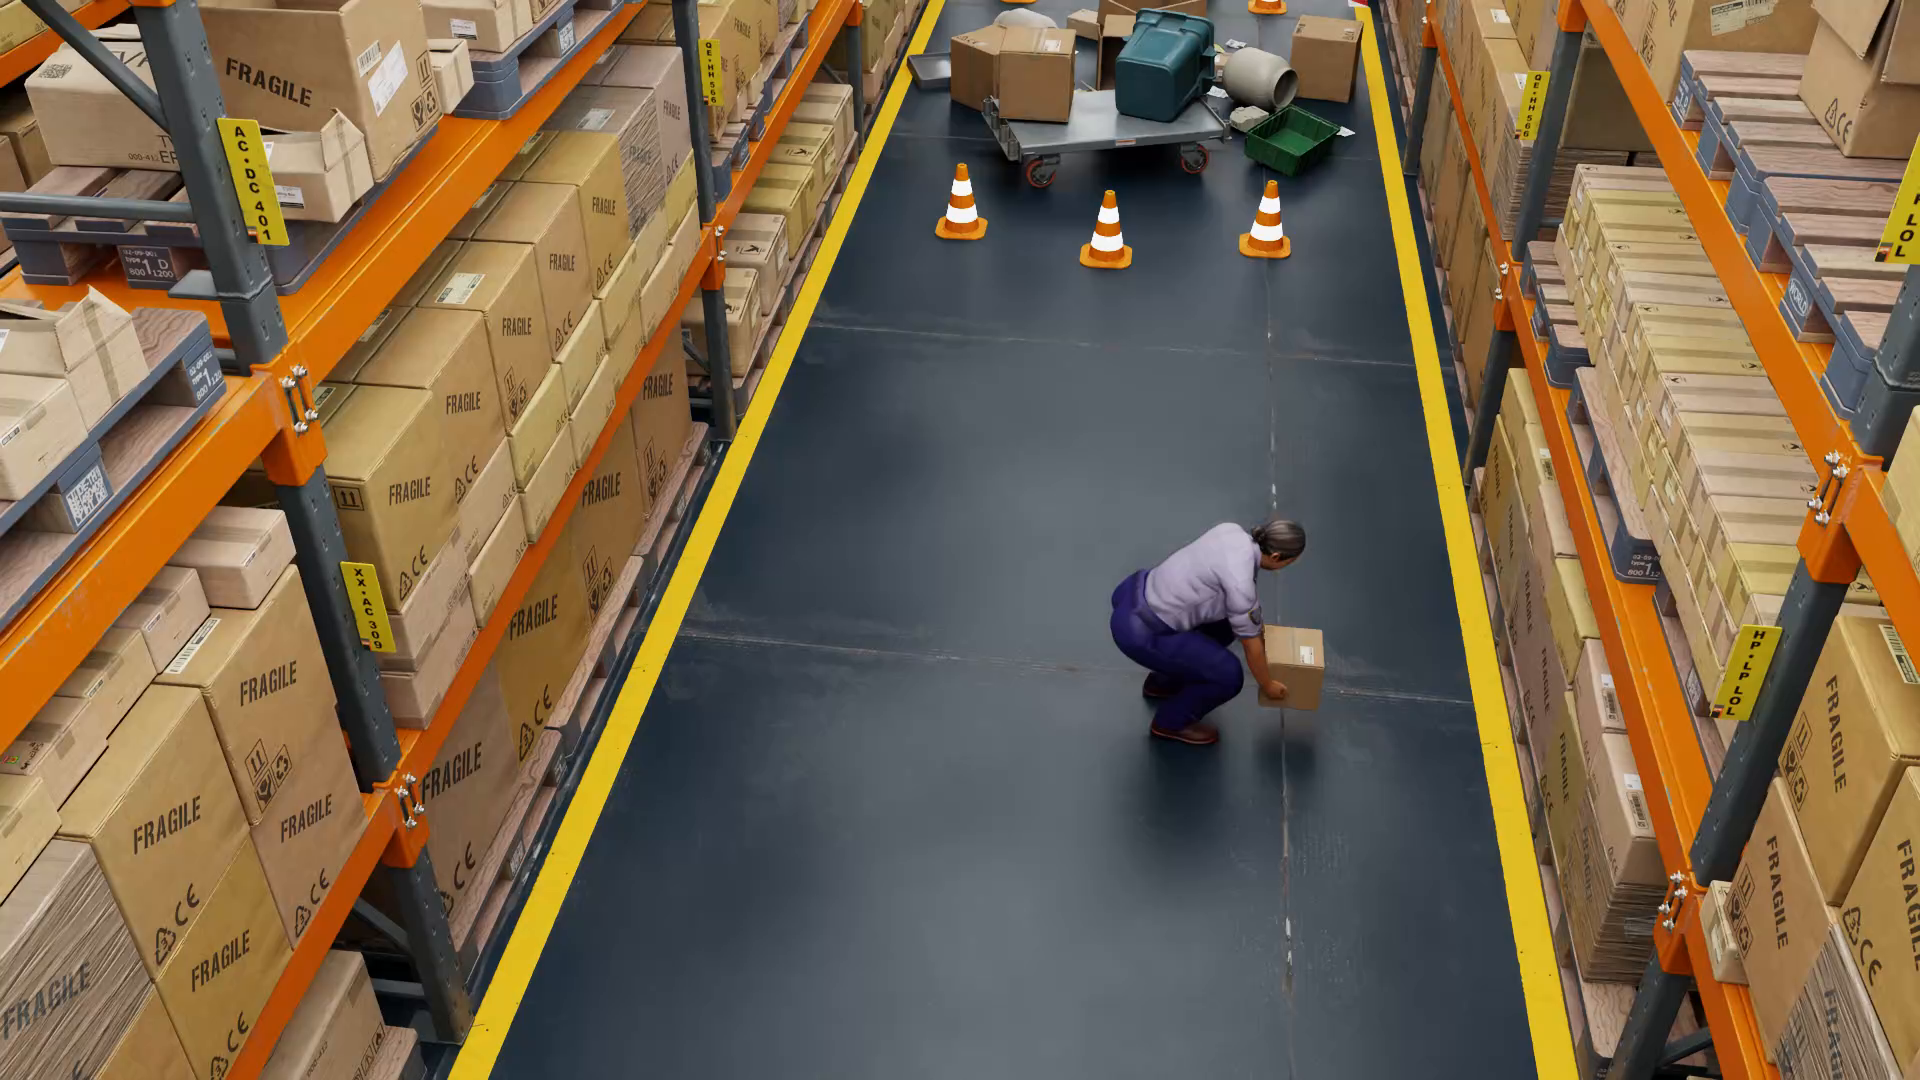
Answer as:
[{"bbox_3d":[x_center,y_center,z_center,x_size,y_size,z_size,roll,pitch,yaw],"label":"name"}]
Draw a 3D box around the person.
[{"bbox_3d":[1.032,0.343,7.092,0.782,1.053,0.526,4,37,6],"label":"person"}]
